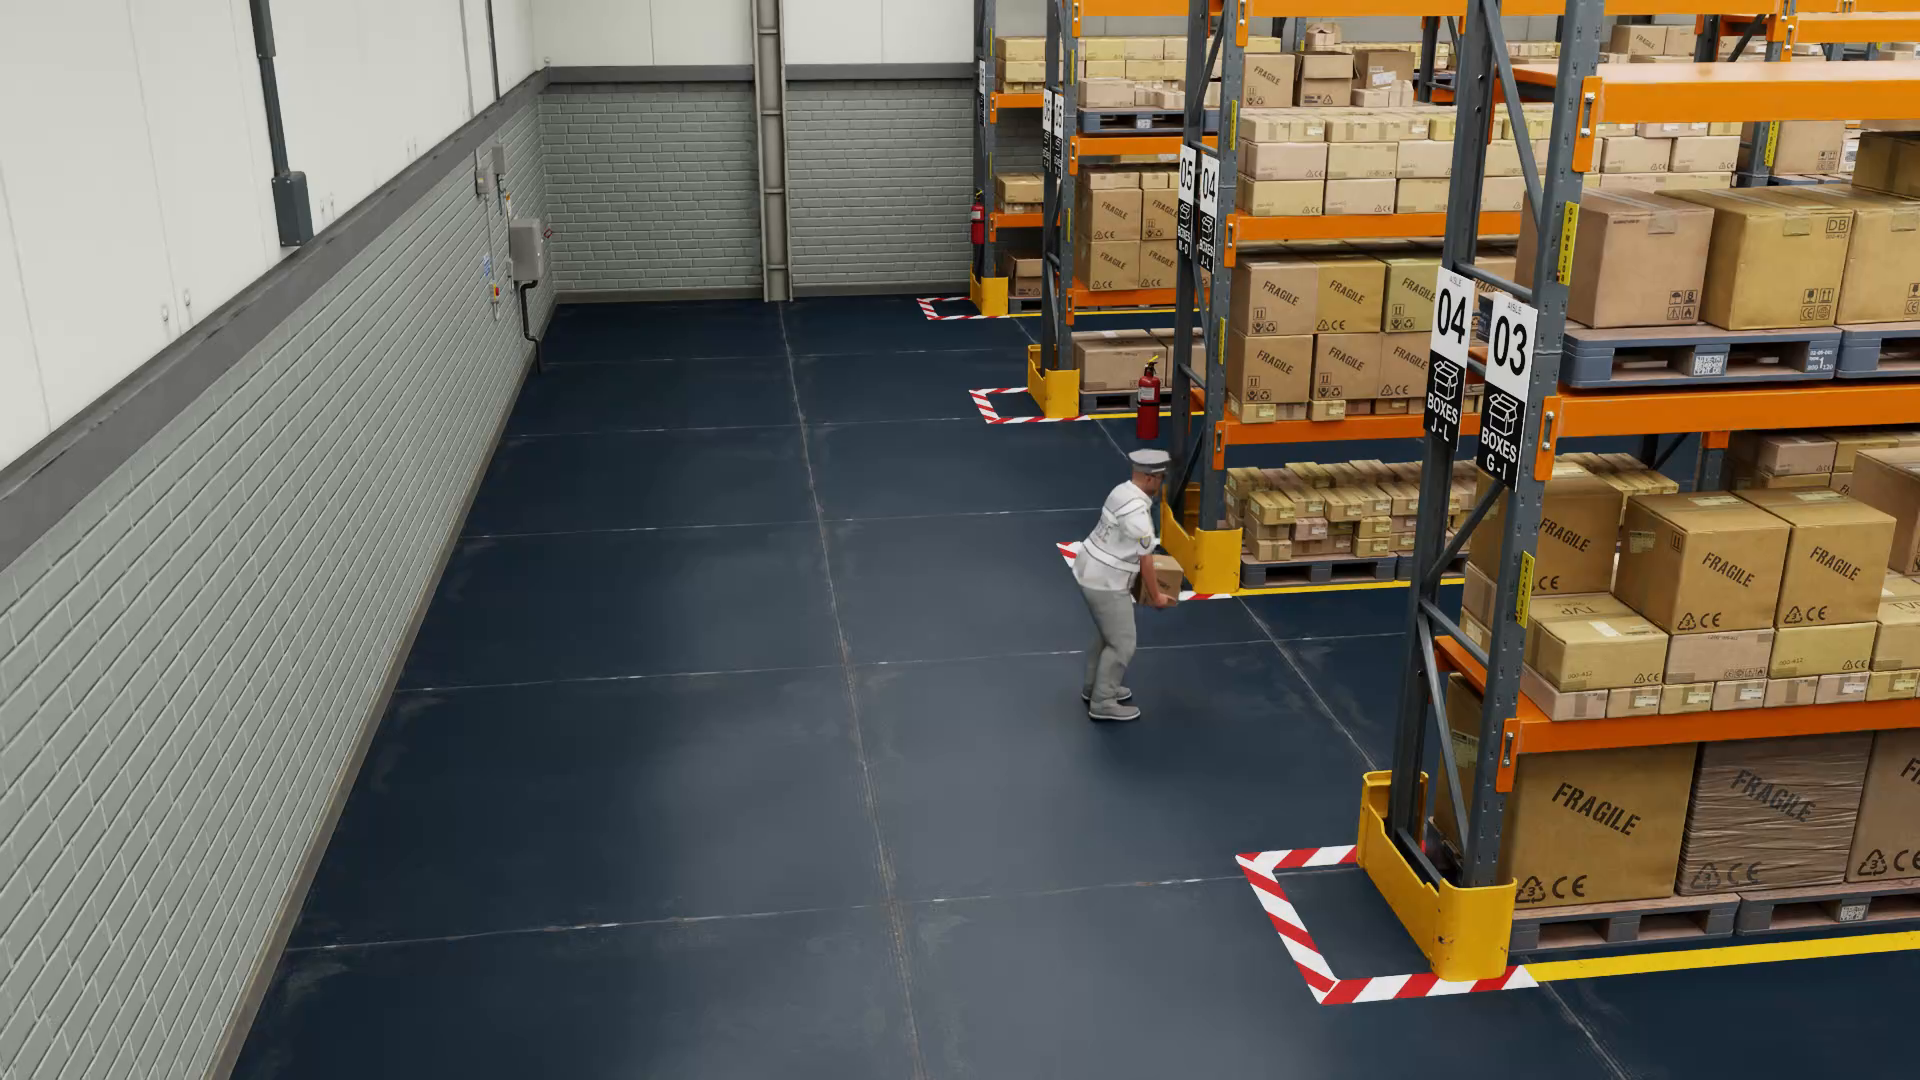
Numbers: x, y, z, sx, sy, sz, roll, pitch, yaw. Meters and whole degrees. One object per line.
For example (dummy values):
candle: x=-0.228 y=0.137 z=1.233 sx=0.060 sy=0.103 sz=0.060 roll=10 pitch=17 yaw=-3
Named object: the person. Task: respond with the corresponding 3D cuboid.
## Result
person: x=1.015 y=0.271 z=10.397 sx=0.615 sy=1.704 sz=0.475 roll=-3 pitch=20 yaw=-9
